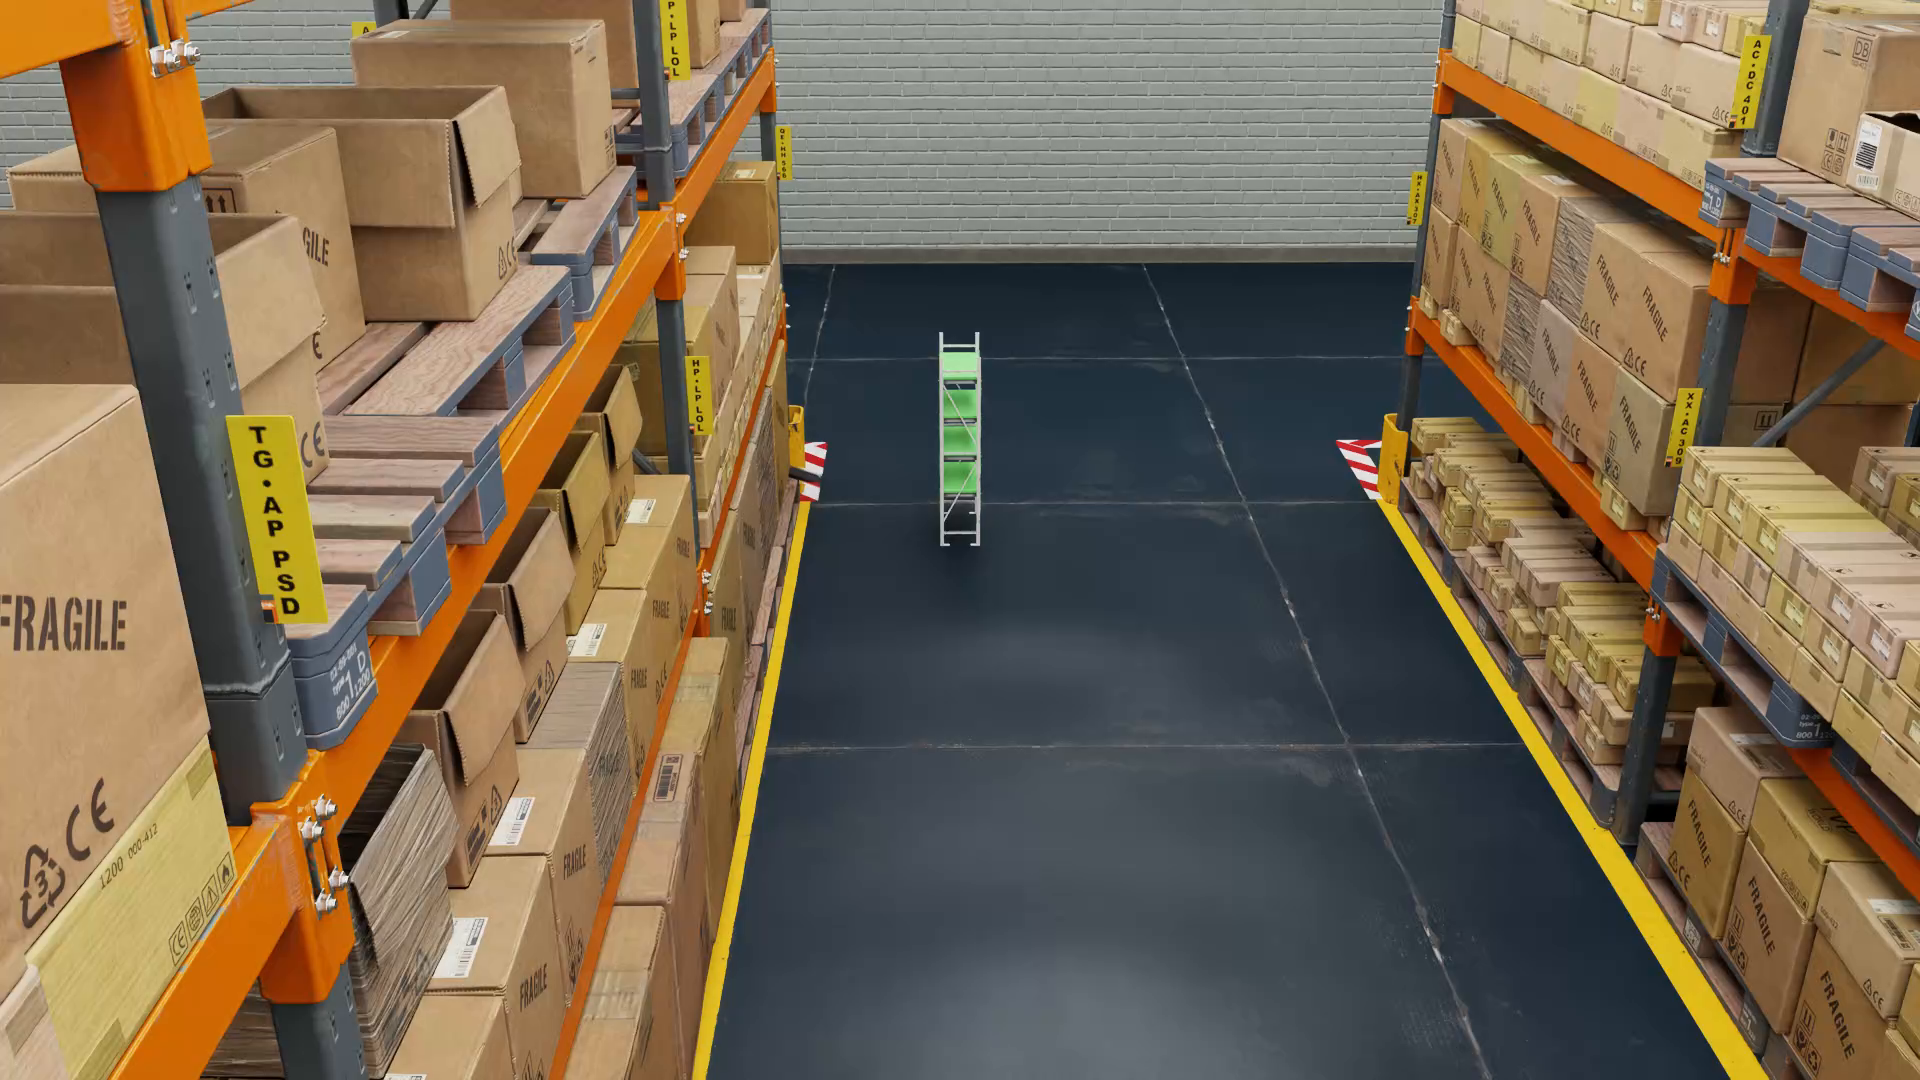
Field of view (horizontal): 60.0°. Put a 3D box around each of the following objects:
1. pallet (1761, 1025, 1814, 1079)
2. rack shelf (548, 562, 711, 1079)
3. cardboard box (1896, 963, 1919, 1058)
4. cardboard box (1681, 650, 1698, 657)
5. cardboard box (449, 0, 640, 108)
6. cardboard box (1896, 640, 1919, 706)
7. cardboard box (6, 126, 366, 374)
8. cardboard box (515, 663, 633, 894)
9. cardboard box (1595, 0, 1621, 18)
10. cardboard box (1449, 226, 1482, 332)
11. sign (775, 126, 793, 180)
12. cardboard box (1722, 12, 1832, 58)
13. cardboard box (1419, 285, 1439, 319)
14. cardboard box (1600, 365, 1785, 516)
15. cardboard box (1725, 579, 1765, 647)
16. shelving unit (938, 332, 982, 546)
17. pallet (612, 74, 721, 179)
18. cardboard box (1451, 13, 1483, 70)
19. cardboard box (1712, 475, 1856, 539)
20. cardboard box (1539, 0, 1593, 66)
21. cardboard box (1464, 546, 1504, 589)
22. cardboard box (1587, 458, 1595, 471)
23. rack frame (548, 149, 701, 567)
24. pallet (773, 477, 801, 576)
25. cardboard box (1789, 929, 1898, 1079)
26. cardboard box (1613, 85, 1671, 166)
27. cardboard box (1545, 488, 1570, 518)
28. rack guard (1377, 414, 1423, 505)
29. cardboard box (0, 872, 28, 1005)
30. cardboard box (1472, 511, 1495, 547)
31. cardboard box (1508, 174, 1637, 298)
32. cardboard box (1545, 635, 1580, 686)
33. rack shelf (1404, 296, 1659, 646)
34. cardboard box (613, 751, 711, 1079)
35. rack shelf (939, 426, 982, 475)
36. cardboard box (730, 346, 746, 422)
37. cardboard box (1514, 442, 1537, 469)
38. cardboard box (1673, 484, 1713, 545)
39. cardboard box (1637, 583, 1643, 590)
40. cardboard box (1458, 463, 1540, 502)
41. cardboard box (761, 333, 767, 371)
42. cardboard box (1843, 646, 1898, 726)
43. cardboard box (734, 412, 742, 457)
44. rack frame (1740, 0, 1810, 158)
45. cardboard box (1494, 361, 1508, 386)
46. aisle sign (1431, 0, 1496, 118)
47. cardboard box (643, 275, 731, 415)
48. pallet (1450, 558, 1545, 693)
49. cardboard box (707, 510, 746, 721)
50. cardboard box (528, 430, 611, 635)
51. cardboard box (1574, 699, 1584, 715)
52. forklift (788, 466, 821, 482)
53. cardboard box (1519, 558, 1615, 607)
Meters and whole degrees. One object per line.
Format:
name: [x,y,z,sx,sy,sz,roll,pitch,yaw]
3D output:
pallet: [3.414,2.045,5.473,1.003,0.211,1.213,0,24,-1]
rack shelf: [-1.551,1.082,5.091,1.077,0.370,4.000,0,24,-1]
cardboard box: [3.156,1.505,4.895,0.500,0.250,0.500,0,24,1]
cardboard box: [3.573,0.567,7.946,0.380,0.149,0.250,0,24,-1]
cardboard box: [-1.642,-2.041,6.731,0.700,0.500,0.500,-2,24,-4]
cardboard box: [2.954,0.410,4.777,0.380,0.149,0.250,0,24,1]
cardboard box: [-1.705,-0.632,3.736,0.500,0.500,0.500,1,24,2]
cardboard box: [-1.283,0.702,4.937,0.500,0.500,0.500,0,24,0]
cardboard box: [3.071,-2.419,7.410,0.380,0.149,0.250,0,24,-1]
cardboard box: [3.104,-1.473,9.385,0.500,0.500,0.500,0,24,0]
sign: [-1.074,-2.350,10.114,0.100,0.325,0.005,0,24,-1]
cardboard box: [3.111,-1.886,6.232,0.380,0.149,0.250,-1,24,-3]
cardboard box: [3.020,-1.449,10.120,0.380,0.149,0.250,0,24,-1]
cardboard box: [3.100,-0.430,7.078,0.500,0.500,0.500,0,24,0]
cardboard box: [2.940,0.254,5.843,0.380,0.149,0.250,0,24,0]
shelving unit: [-0.002,-0.615,10.154,0.258,1.200,0.503,0,24,-1]
pallet: [-1.571,-1.733,6.910,1.003,0.211,1.213,0,24,-1]
cardboard box: [3.093,-2.811,9.367,0.500,0.250,0.500,1,24,1]
cardboard box: [2.941,-0.119,5.947,0.380,0.149,0.250,0,24,1]
cardboard box: [3.096,-2.411,7.877,0.500,0.250,0.500,-1,24,-3]
cardboard box: [3.031,0.149,9.230,0.380,0.149,0.250,-1,24,-3]
cardboard box: [3.161,-0.375,7.745,0.380,0.149,0.250,-1,24,-2]
rack frame: [-1.573,-0.070,6.765,1.000,3.000,0.127,0,24,-1]
pallet: [-1.530,-0.119,10.256,1.003,0.211,1.213,0,24,-1]
cardboard box: [3.157,1.636,5.515,0.500,0.500,0.500,0,24,0]
cardboard box: [3.119,-1.756,7.034,0.500,0.250,0.500,0,24,-1]
cardboard box: [3.543,-0.185,9.609,0.380,0.149,0.250,-1,24,-1]
rack guard: [3.345,-0.529,10.812,1.175,0.500,0.348,0,24,-1]
cardboard box: [-1.258,0.345,1.479,0.500,0.500,0.500,0,24,-1]
cardboard box: [3.123,-0.081,9.378,0.380,0.149,0.250,-1,24,-3]
cardboard box: [3.088,-1.517,8.269,0.500,0.500,0.500,-1,24,-2]
cardboard box: [3.031,0.571,7.936,0.380,0.149,0.250,-1,24,-2]
rack shelf: [3.366,-0.547,8.692,1.077,0.370,4.000,0,24,-1]
cardboard box: [-1.535,1.339,5.719,1.225,0.875,0.875,-1,24,-2]
rack shelf: [-0.002,-0.557,10.180,0.258,0.148,0.480,0,24,-1]
cardboard box: [-1.328,-0.750,8.090,0.500,0.250,0.500,0,24,1]
cardboard box: [3.549,-0.542,10.035,0.380,0.149,0.250,0,24,0]
cardboard box: [2.932,-0.099,6.262,0.380,0.149,0.250,0,24,0]
cardboard box: [3.649,0.213,8.368,0.380,0.149,0.250,0,24,1]
cardboard box: [3.094,-0.326,9.558,0.380,0.149,0.250,-1,24,-3]
cardboard box: [-1.271,-1.038,9.209,0.380,0.149,0.250,-1,24,-2]
cardboard box: [2.952,0.442,5.067,0.380,0.149,0.250,-1,24,-1]
cardboard box: [-1.258,-0.509,8.041,0.380,0.149,0.250,-1,24,-1]
rack frame: [3.388,-2.784,5.486,1.000,3.000,0.127,0,24,-1]
cardboard box: [3.106,-0.914,8.935,0.380,0.149,0.250,-1,24,-2]
aisle sign: [3.043,-2.912,9.894,0.394,0.787,0.004,0,24,-1]
cardboard box: [-1.320,-0.880,7.467,0.500,0.500,0.500,0,24,-1]
pallet: [3.329,0.439,9.022,1.003,0.211,1.213,0,24,-1]
cardboard box: [-1.500,0.434,7.718,0.875,0.875,0.875,0,24,-1]
cardboard box: [-1.562,-0.027,5.330,0.797,0.503,0.637,0,24,0]
cardboard box: [3.124,0.789,7.814,0.380,0.149,0.250,0,24,1]
forklift: [-2.270,-1.802,10.677,3.031,2.935,1.130,18,30,35]
cardboard box: [3.051,0.214,8.364,0.380,0.149,0.250,-1,24,-3]
